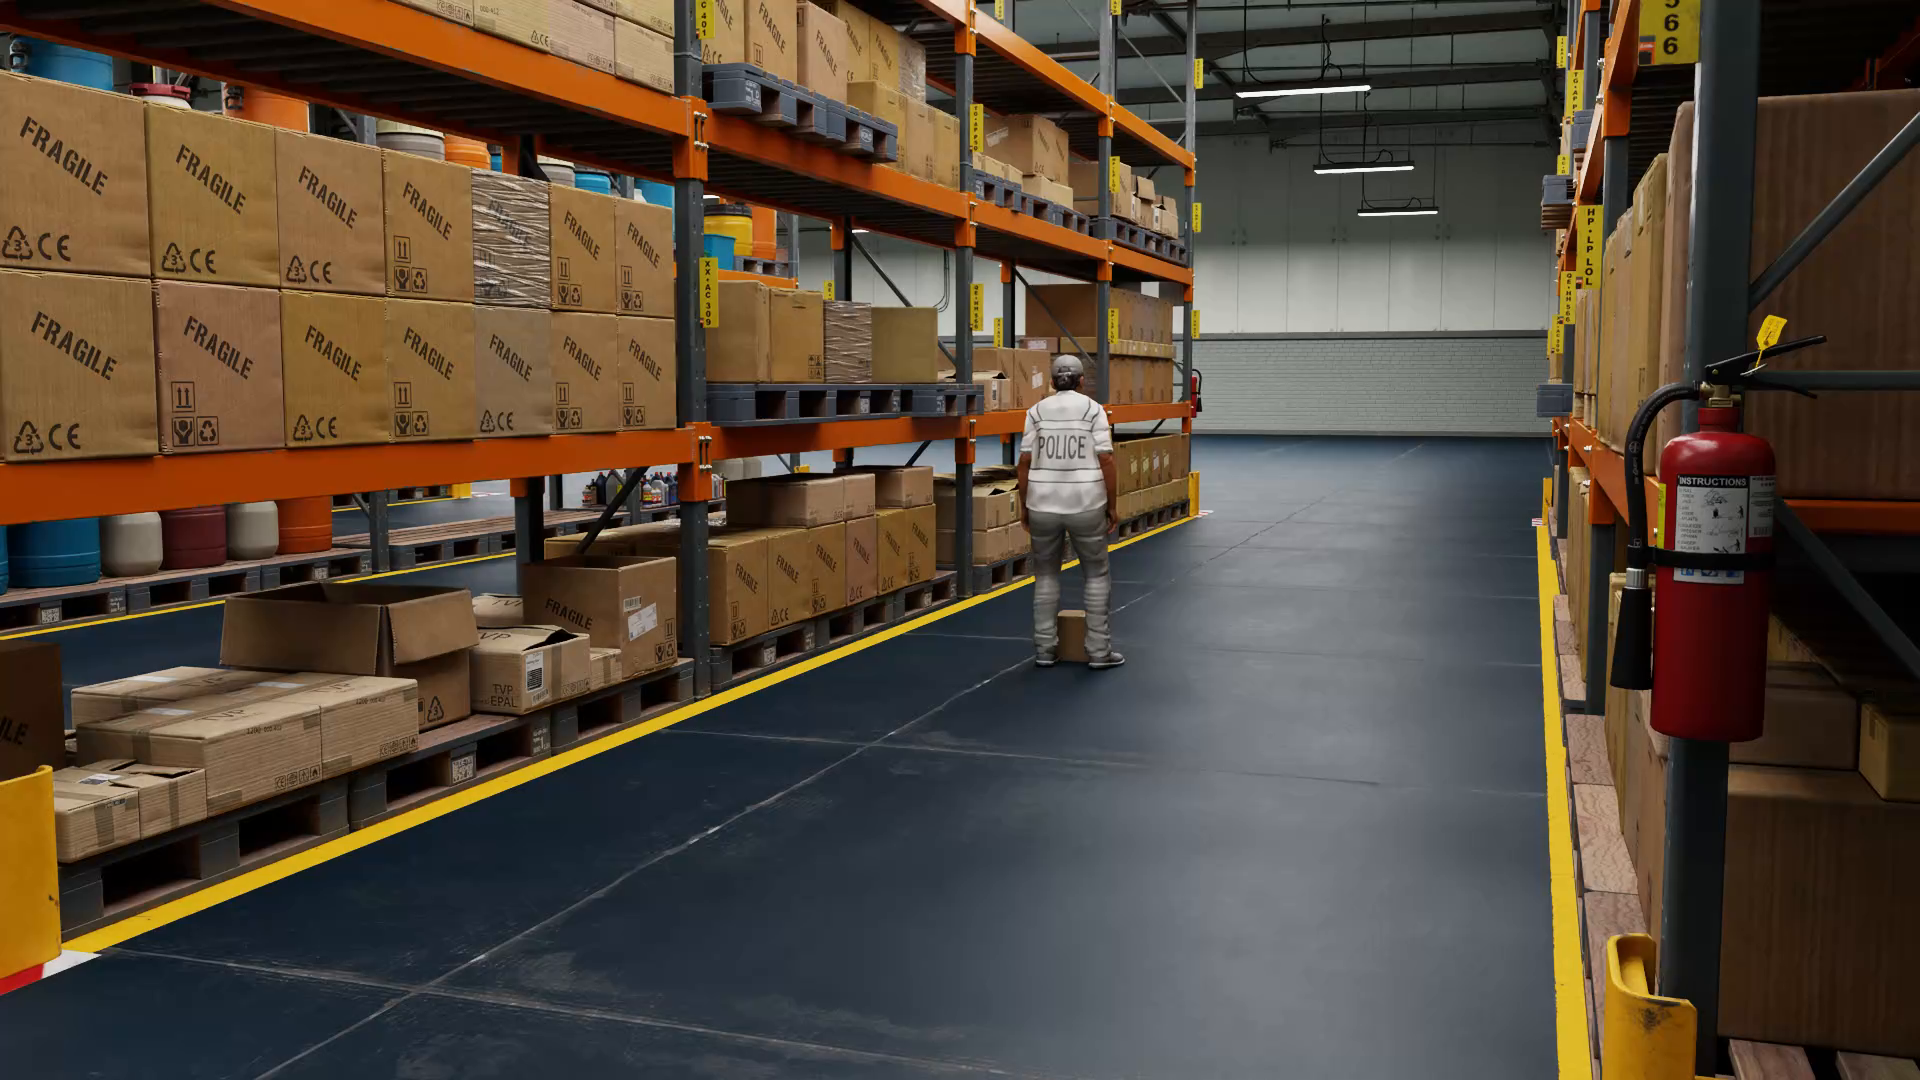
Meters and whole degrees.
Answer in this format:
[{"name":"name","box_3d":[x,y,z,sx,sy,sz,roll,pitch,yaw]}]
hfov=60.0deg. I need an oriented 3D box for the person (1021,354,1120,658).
[{"name":"person","box_3d":[0.594,-0.190,8.891,0.524,1.601,0.467,2,6,19]}]
